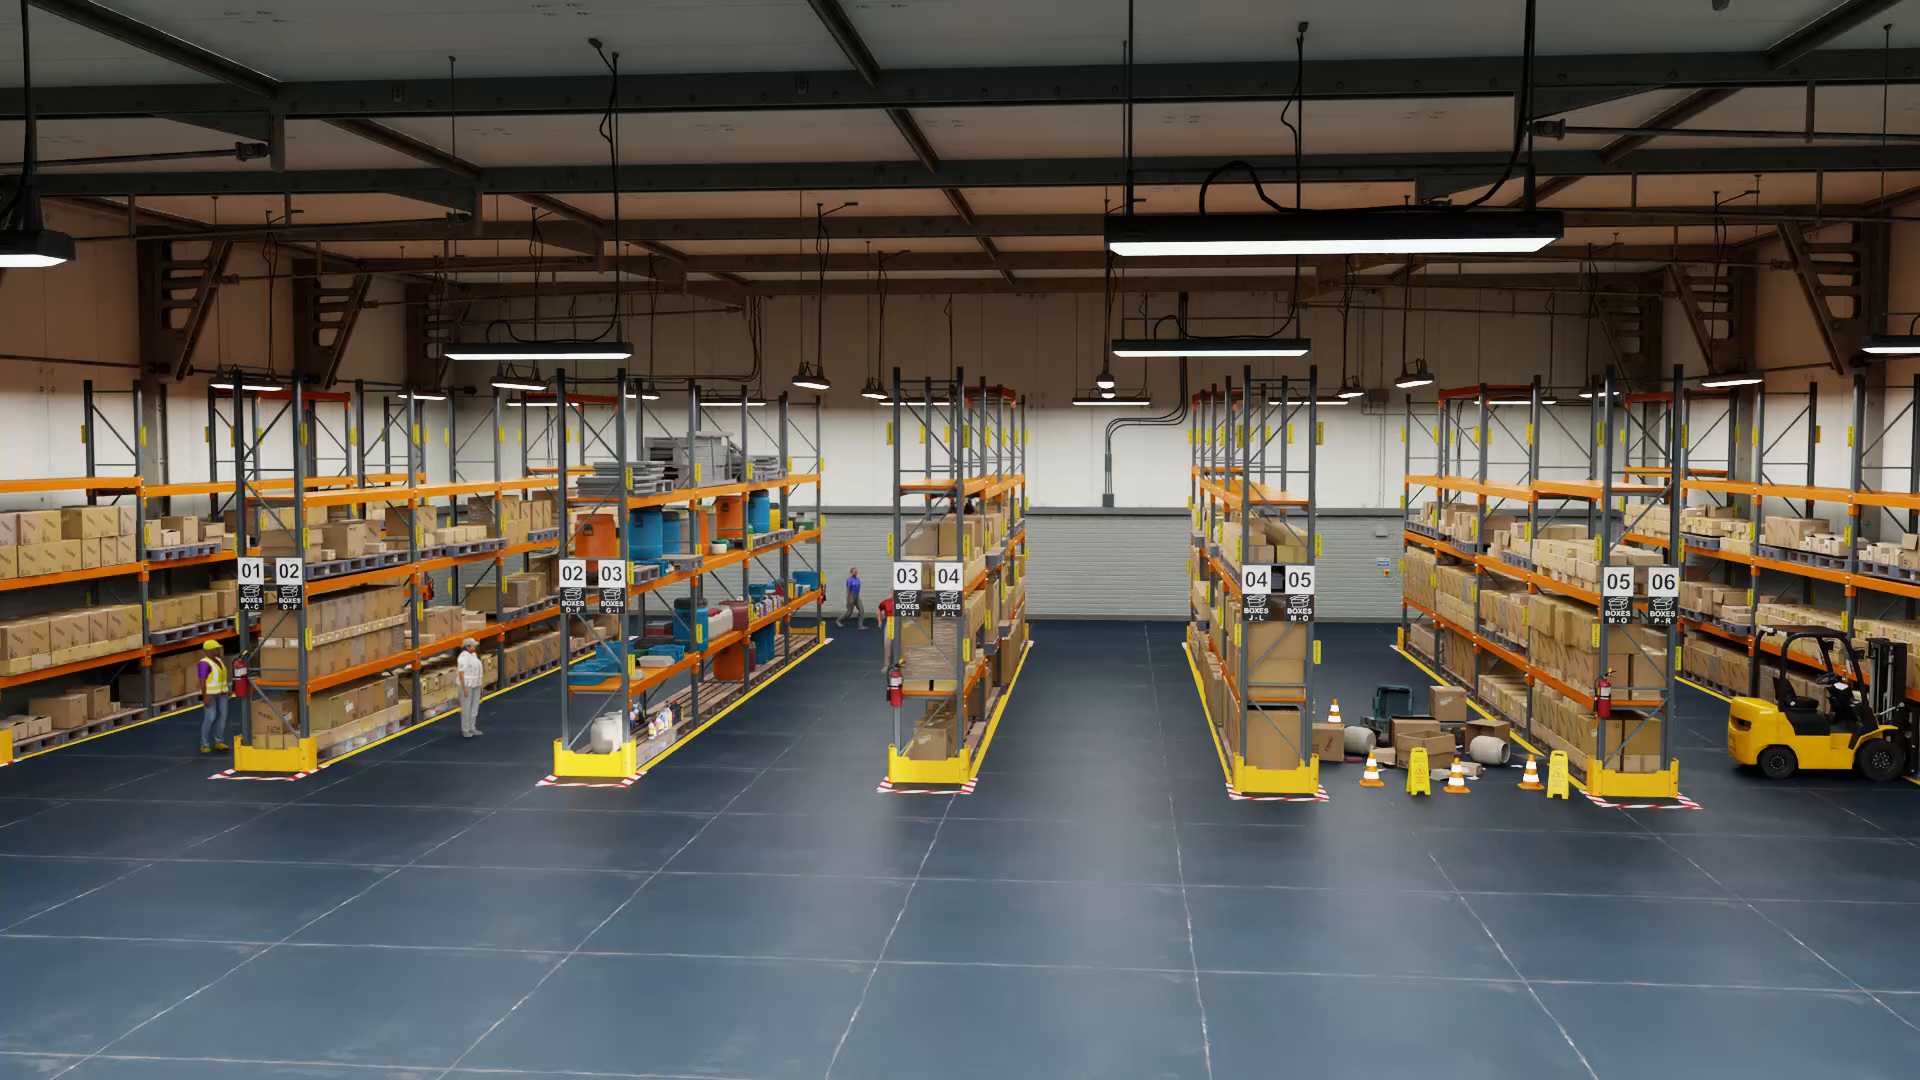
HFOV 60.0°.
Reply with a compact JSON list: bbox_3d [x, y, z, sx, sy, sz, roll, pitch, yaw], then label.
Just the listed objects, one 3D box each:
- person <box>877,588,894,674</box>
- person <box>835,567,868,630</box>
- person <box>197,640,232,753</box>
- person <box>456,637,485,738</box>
[{"bbox_3d":[-1.388,1.842,34.232,0.723,1.704,1.014,1,4,11],"label":"person"},{"bbox_3d":[-2.795,1.511,43.127,0.865,1.605,0.504,2,4,29],"label":"person"},{"bbox_3d":[-11.935,2.506,26.633,0.426,1.826,0.650,2,4,24],"label":"person"},{"bbox_3d":[-8.176,2.451,27.752,0.408,1.666,0.532,2,4,24],"label":"person"}]
